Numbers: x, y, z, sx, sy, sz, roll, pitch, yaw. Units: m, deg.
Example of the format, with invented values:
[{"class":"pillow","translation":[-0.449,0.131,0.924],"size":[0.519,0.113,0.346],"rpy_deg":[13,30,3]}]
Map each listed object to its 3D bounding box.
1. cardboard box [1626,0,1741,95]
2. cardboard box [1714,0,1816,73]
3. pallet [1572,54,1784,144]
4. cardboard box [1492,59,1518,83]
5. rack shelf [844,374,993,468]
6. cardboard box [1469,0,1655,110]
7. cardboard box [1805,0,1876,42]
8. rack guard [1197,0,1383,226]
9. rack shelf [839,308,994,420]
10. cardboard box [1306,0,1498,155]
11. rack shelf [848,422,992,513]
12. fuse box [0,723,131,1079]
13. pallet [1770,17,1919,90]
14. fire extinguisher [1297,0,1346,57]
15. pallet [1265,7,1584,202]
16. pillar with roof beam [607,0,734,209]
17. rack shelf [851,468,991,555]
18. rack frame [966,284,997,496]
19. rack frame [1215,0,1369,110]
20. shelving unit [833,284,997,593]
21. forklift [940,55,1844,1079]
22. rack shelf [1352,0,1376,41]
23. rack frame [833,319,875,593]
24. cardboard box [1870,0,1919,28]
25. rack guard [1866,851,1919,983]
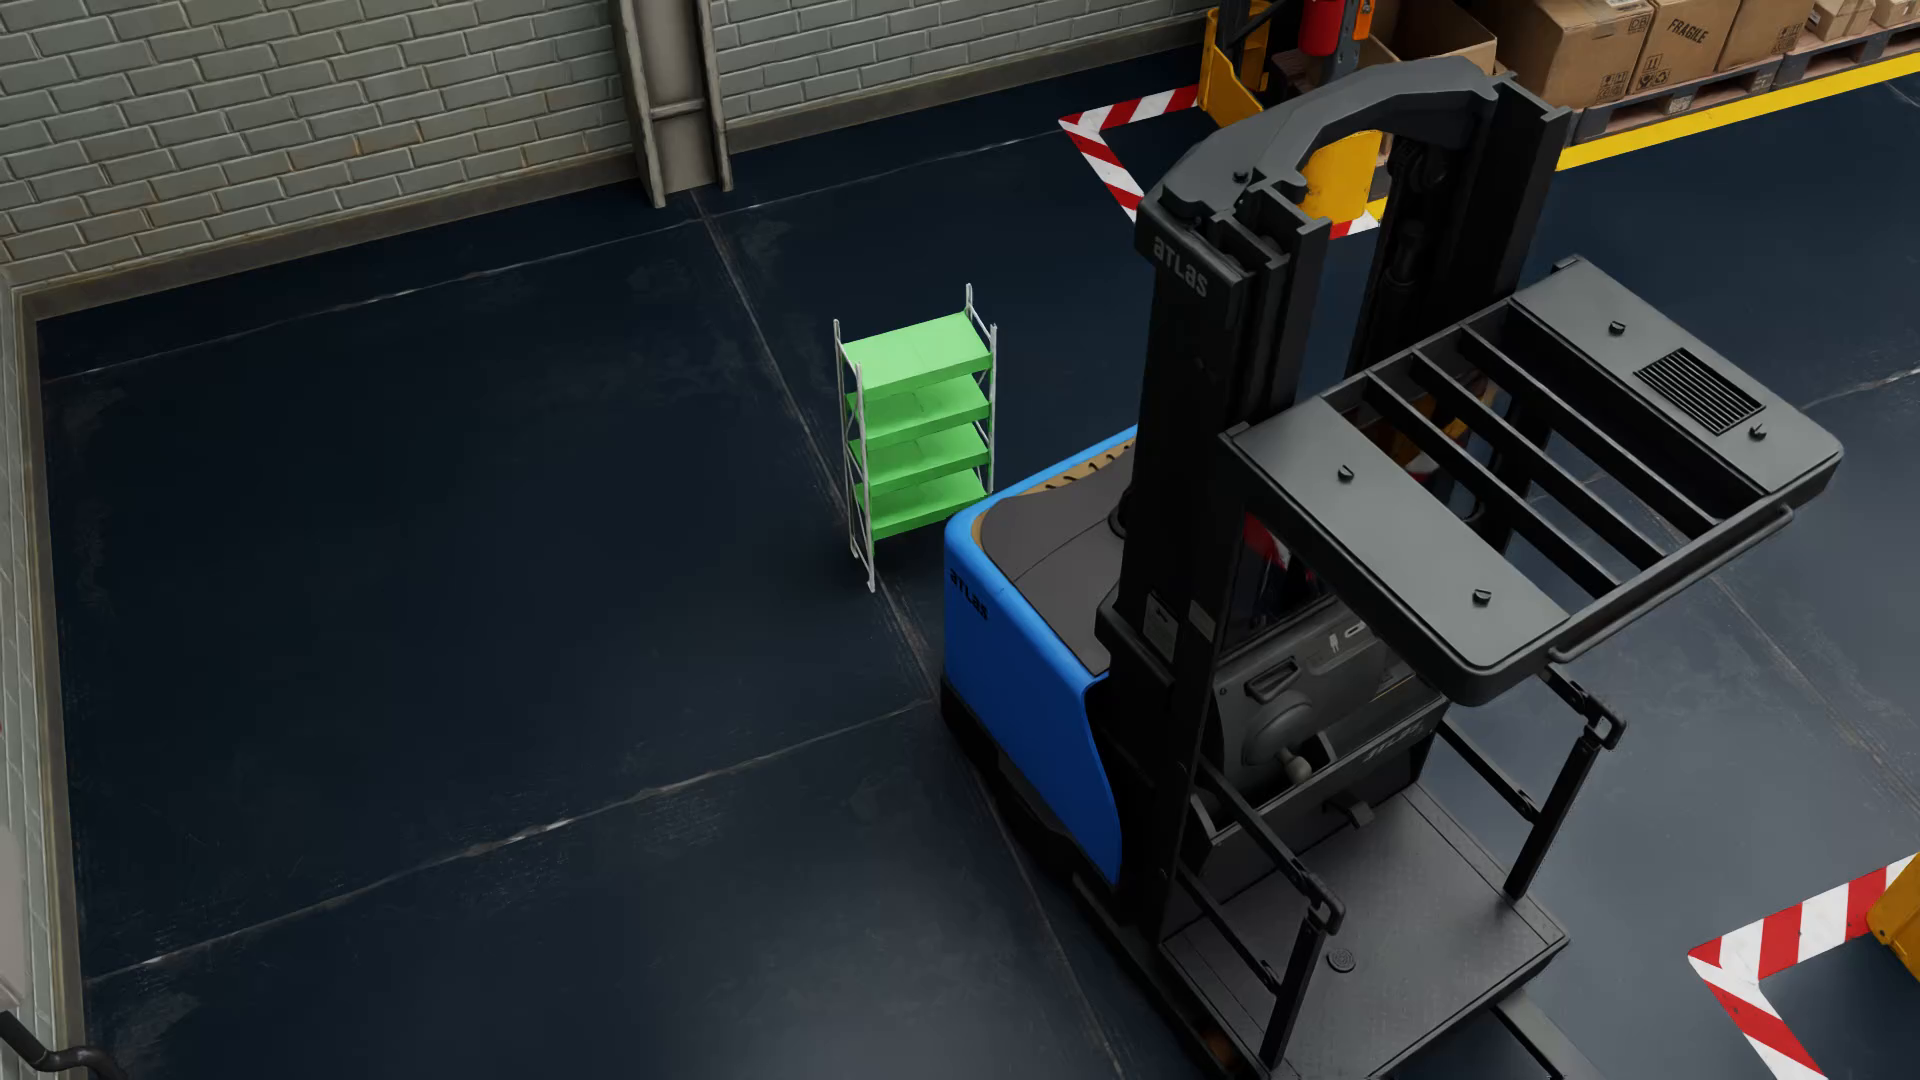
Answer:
[{"class":"cardboard box","translation":[3.437,-2.596,8.214],"size":[0.500,0.500,0.500],"rpy_deg":[-16,51,-14]},{"class":"cardboard box","translation":[3.871,-2.812,8.400],"size":[0.500,0.500,0.700],"rpy_deg":[-19,52,-16]},{"class":"pallet","translation":[3.438,-2.555,8.646],"size":[1.213,0.211,1.003],"rpy_deg":[-17,52,-14]},{"class":"cardboard box","translation":[2.512,-2.277,8.171],"size":[0.250,0.149,0.380],"rpy_deg":[-19,52,-16]},{"class":"rack shelf","translation":[-0.153,-0.458,5.961],"size":[0.480,0.148,0.258],"rpy_deg":[-17,52,-14]},{"class":"cardboard box","translation":[2.910,-2.515,8.144],"size":[0.500,0.500,0.700],"rpy_deg":[-15,51,-13]},{"class":"cardboard box","translation":[4.470,-2.790,8.535],"size":[0.258,0.266,0.396],"rpy_deg":[-16,51,-13]},{"class":"rack guard","translation":[1.572,-2.073,8.041],"size":[0.348,0.500,1.175],"rpy_deg":[-17,52,-14]},{"class":"rack shelf","translation":[-0.153,-0.614,5.779],"size":[0.480,0.148,0.258],"rpy_deg":[-17,52,-14]},{"class":"cardboard box","translation":[2.104,-2.298,7.956],"size":[0.637,0.503,0.797],"rpy_deg":[-19,52,-16]},{"class":"rack shelf","translation":[-0.153,-0.302,6.143],"size":[0.480,0.148,0.258],"rpy_deg":[-17,52,-14]},{"class":"fuse box","translation":[-2.488,1.156,4.470],"size":[0.414,1.711,0.539],"rpy_deg":[-17,52,-14]},{"class":"pallet","translation":[4.569,-2.908,8.949],"size":[1.213,0.211,1.003],"rpy_deg":[-17,52,-14]},{"class":"fire extinguisher","translation":[1.540,-2.352,6.930],"size":[0.183,0.674,0.296],"rpy_deg":[-17,52,-14]},{"class":"pallet","translation":[2.310,-2.208,8.348],"size":[1.213,0.211,1.003],"rpy_deg":[-17,52,-14]},{"class":"pillar with roof beam","translation":[0.293,-1.656,2.081],"size":[0.400,9.000,9.100],"rpy_deg":[-17,52,-14]},{"class":"rack shelf","translation":[-0.153,-0.145,6.325],"size":[0.480,0.148,0.258],"rpy_deg":[-17,52,-14]},{"class":"rack frame","translation":[0.073,-0.413,6.155],"size":[0.015,1.200,0.240],"rpy_deg":[-17,52,-14]},{"class":"rack frame","translation":[1.502,-2.865,7.074],"size":[0.127,3.000,1.000],"rpy_deg":[-17,52,-14]},{"class":"shelving unit","translation":[-0.153,-0.343,6.095],"size":[0.503,1.200,0.258],"rpy_deg":[-17,52,-14]},{"class":"forklift","translation":[1.162,0.415,4.302],"size":[1.130,2.935,3.031],"rpy_deg":[-27,54,-21]},{"class":"rack shelf","translation":[3.353,-3.205,7.840],"size":[4.000,0.370,1.077],"rpy_deg":[-17,52,-14]},{"class":"rack frame","translation":[-0.379,-0.273,6.035],"size":[0.015,1.200,0.240],"rpy_deg":[-17,52,-14]},{"class":"cardboard box","translation":[4.800,-2.855,8.667],"size":[0.250,0.149,0.380],"rpy_deg":[-19,52,-15]},{"class":"rack guard","translation":[3.360,1.441,5.024],"size":[0.348,0.500,1.175],"rpy_deg":[-17,52,-14]}]
